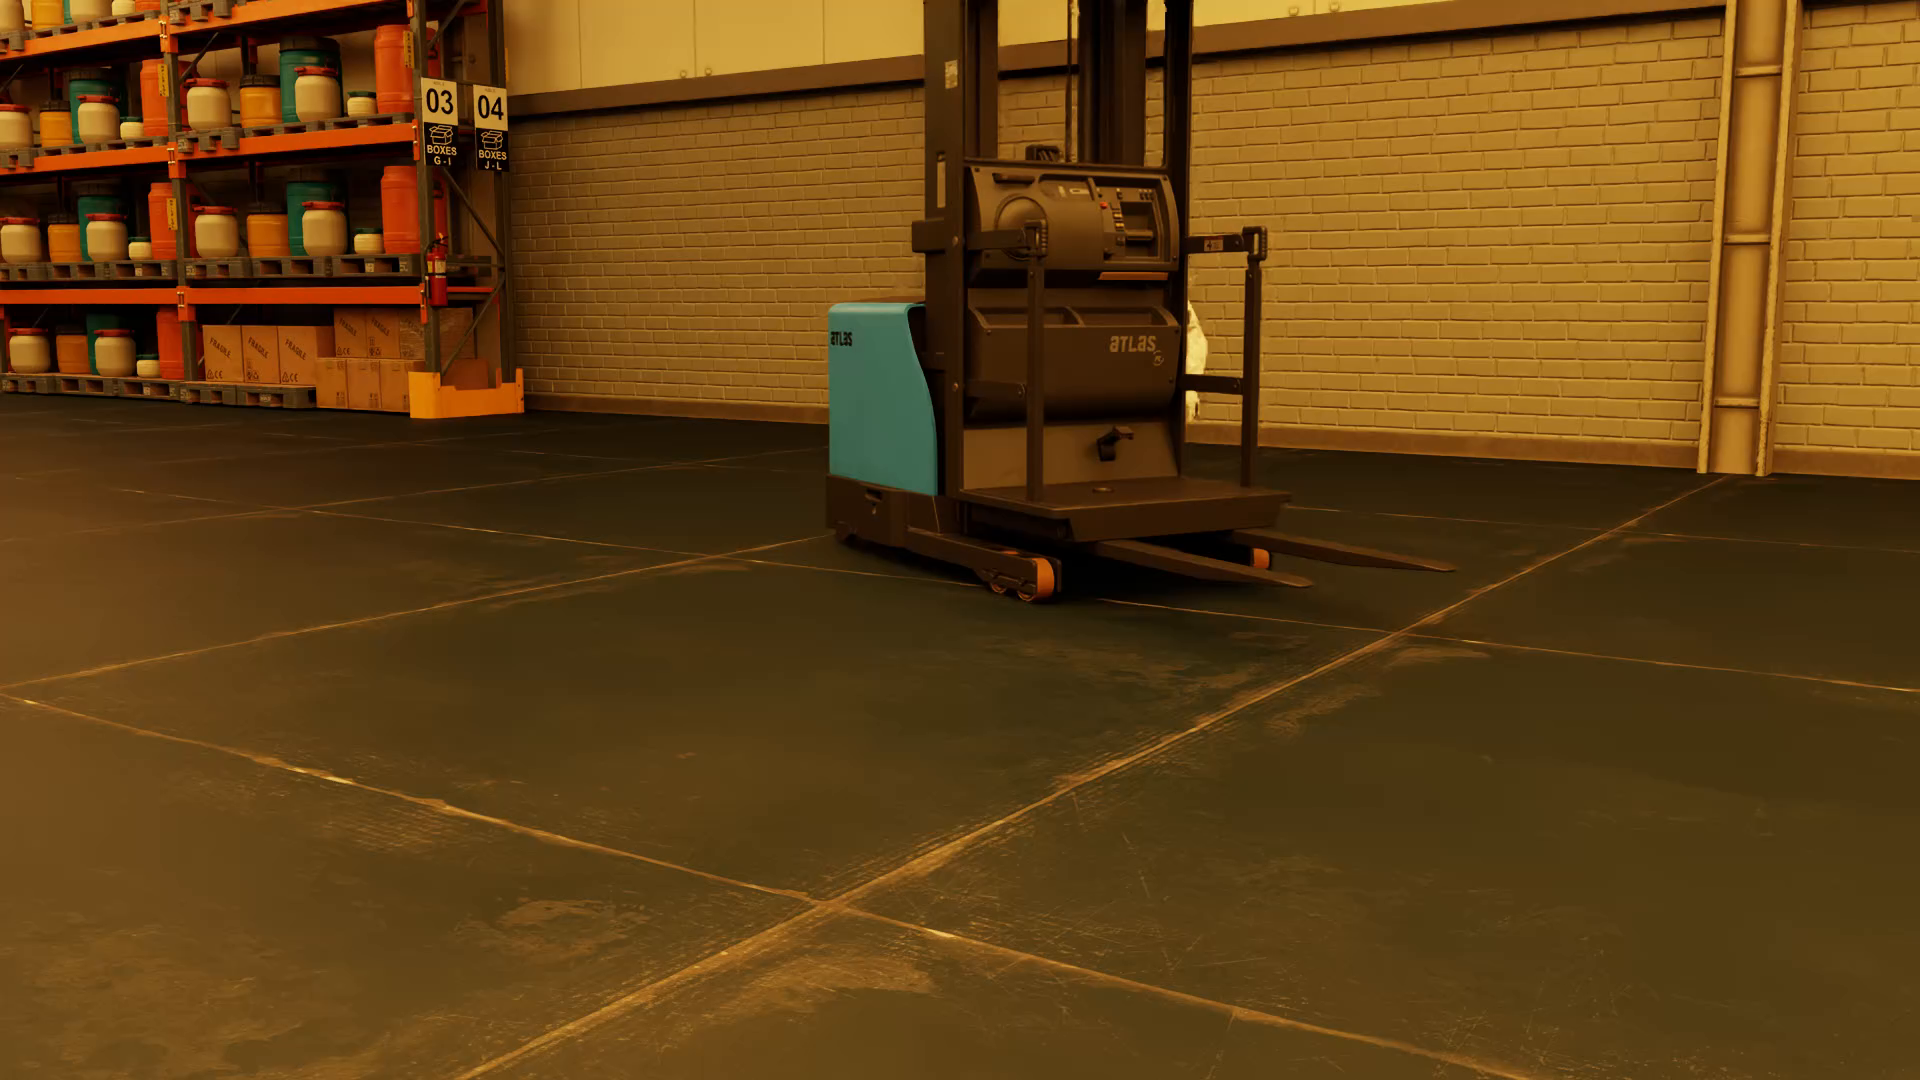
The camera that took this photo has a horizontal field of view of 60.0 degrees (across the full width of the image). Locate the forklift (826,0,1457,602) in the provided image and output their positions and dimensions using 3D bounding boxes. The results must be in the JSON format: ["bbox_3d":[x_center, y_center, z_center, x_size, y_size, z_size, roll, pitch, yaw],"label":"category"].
[{"bbox_3d":[0.566,-1.299,6.327,1.130,2.935,3.031,-5,9,-29],"label":"forklift"}]

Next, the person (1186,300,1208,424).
[{"bbox_3d":[0.708,-0.662,7.520,0.738,1.465,0.857,2,8,16],"label":"person"}]
